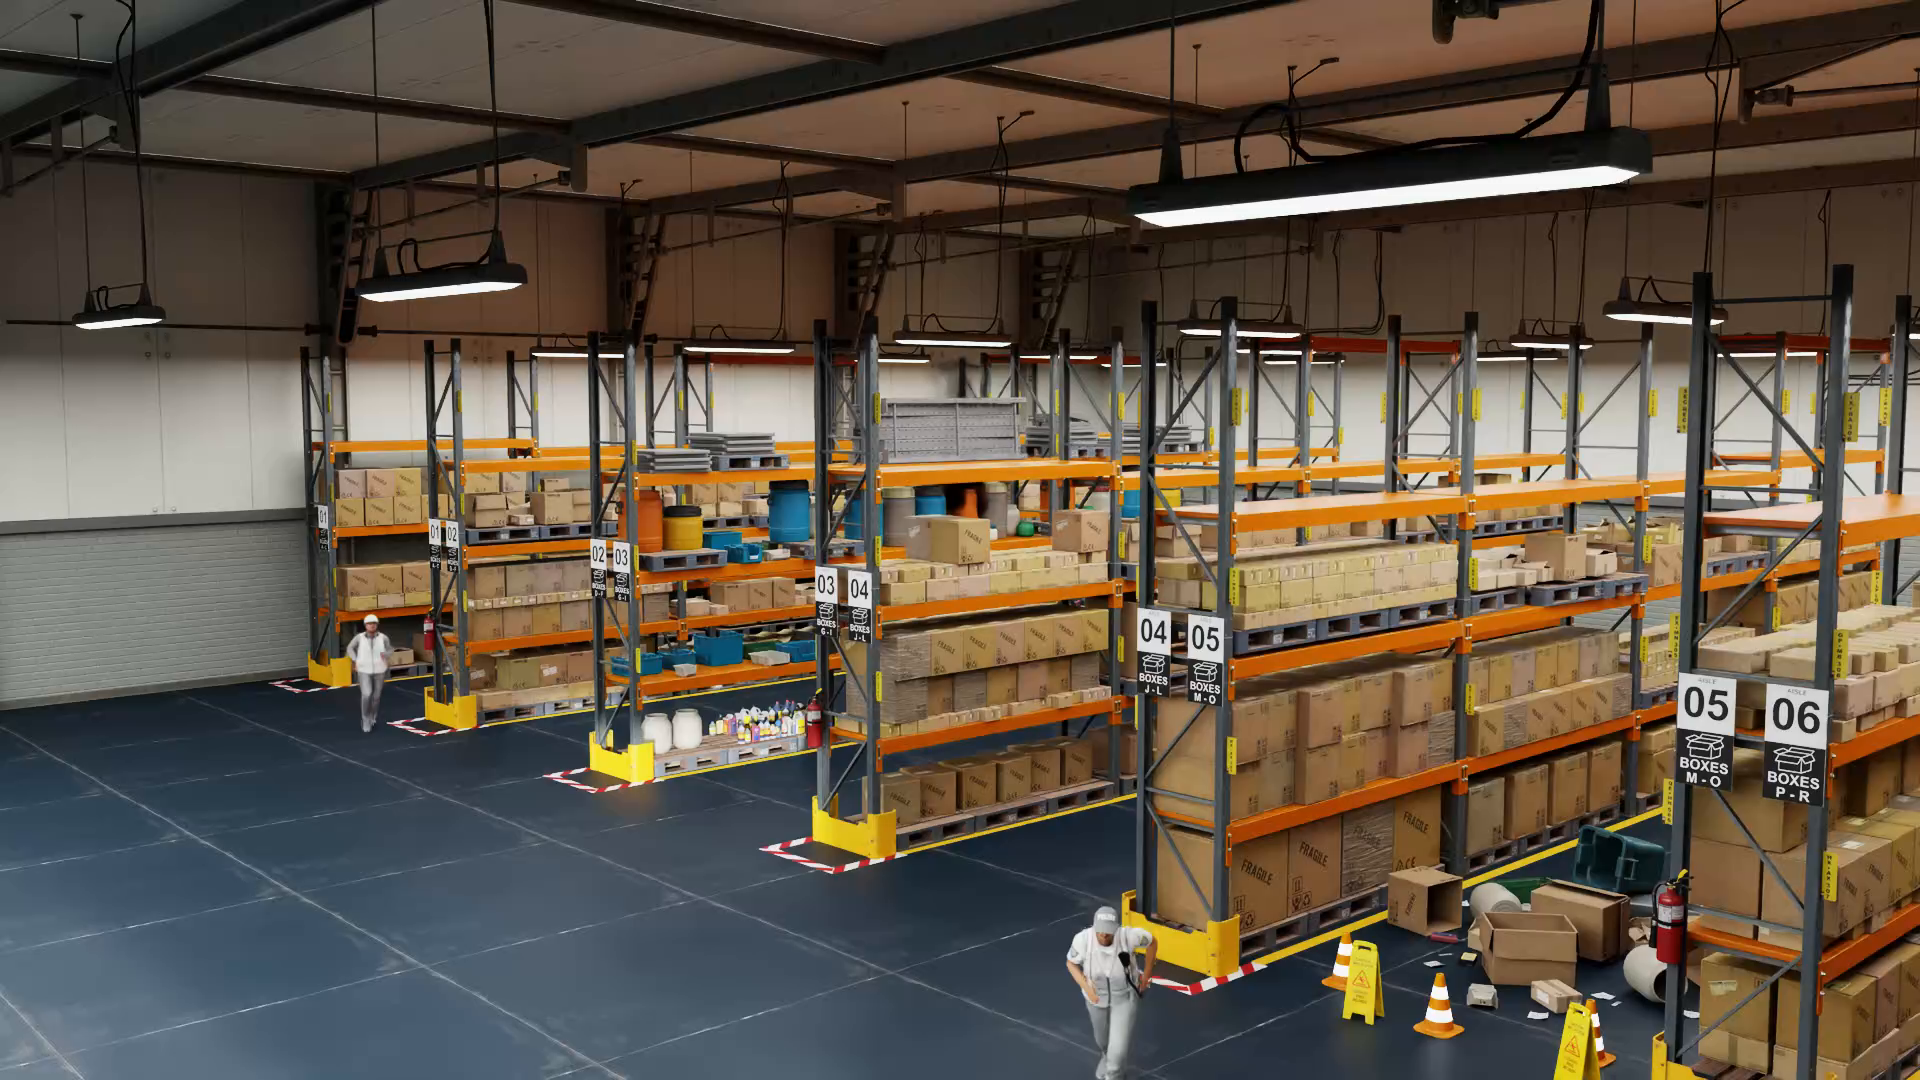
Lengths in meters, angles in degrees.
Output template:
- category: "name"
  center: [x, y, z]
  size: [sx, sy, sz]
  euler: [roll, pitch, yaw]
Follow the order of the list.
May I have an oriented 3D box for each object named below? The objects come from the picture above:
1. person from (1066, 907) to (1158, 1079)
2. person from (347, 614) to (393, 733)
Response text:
- category: "person"
  center: [1.102, 3.350, 12.040]
  size: [0.648, 1.628, 1.035]
  euler: [1, 5, 9]
- category: "person"
  center: [-9.037, 2.047, 25.550]
  size: [0.635, 1.818, 0.747]
  euler: [-3, 6, -30]
